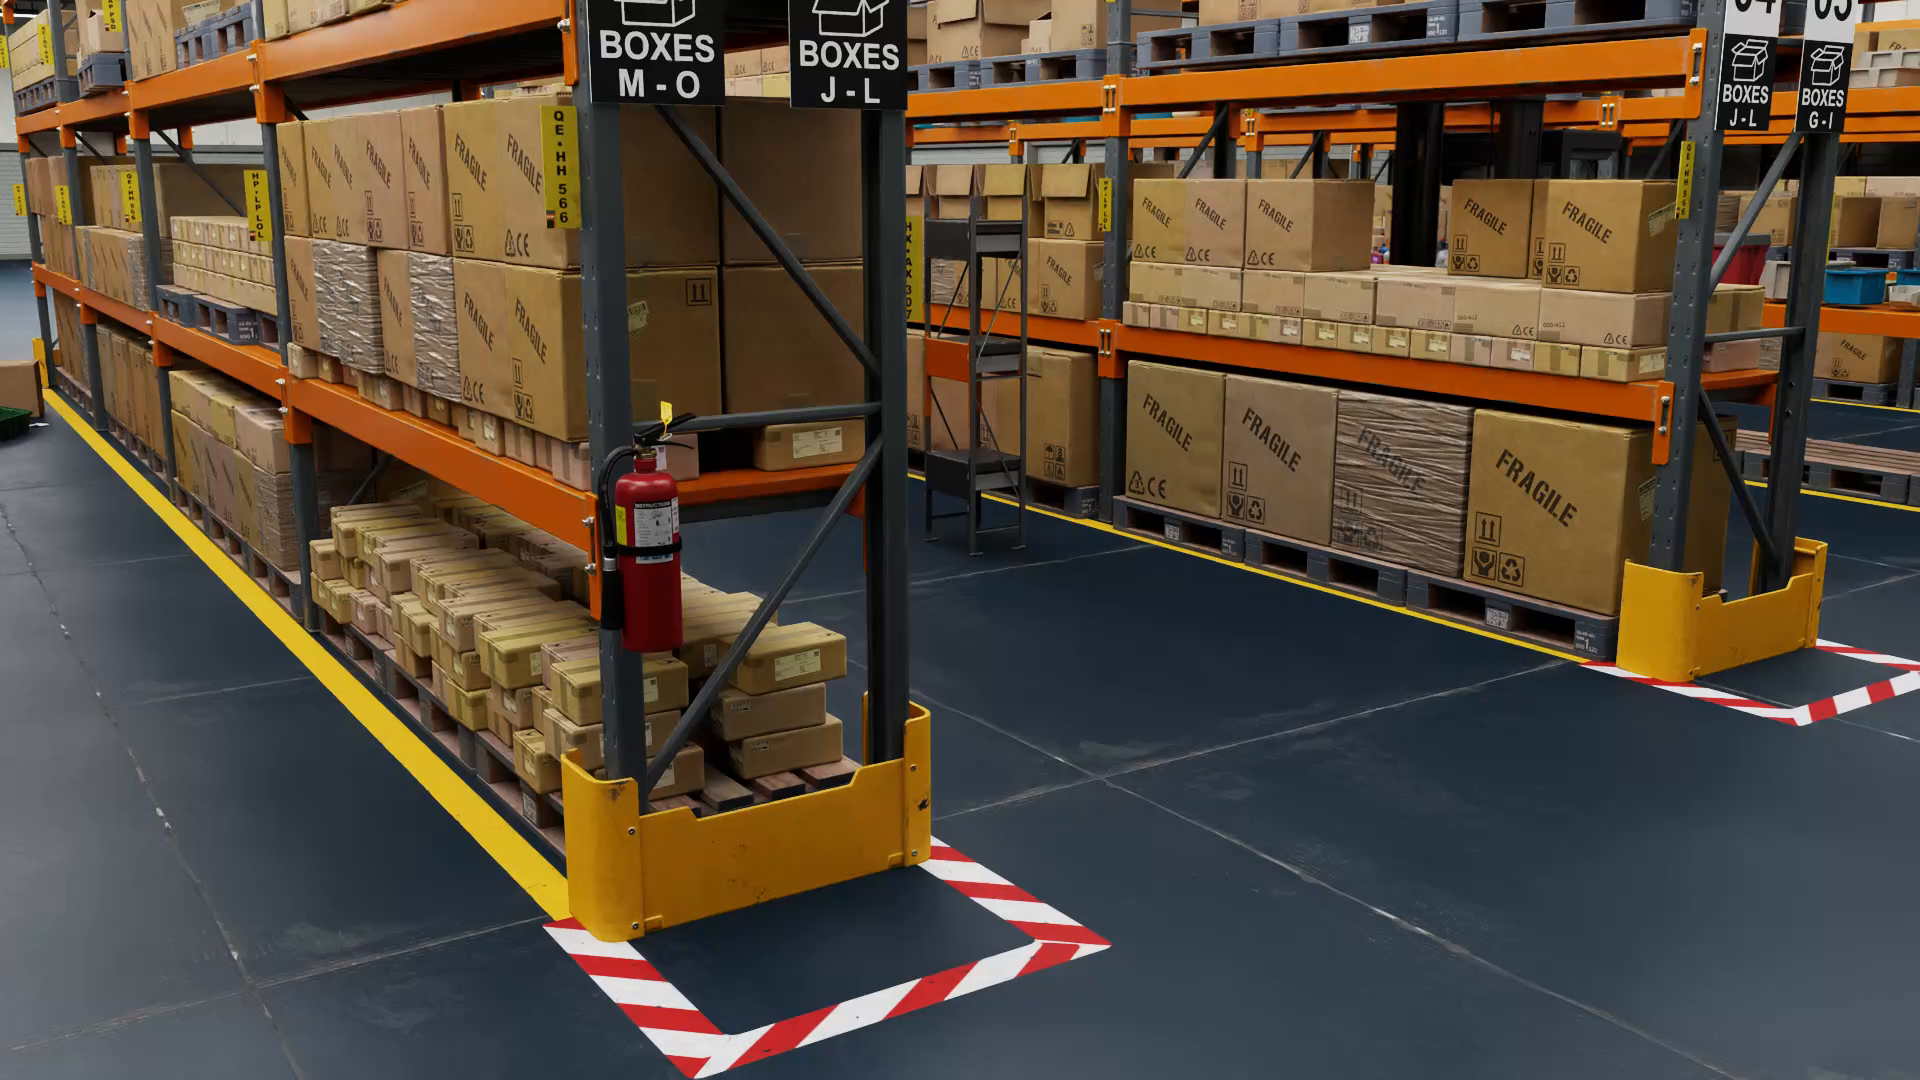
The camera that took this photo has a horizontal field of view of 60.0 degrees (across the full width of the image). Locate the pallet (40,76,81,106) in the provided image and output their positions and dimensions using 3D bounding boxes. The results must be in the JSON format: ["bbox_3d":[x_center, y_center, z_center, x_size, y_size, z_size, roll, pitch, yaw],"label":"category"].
[{"bbox_3d":[-7.705,-4.058,15.084,1.003,0.211,1.213,-8,15,-33],"label":"pallet"}]

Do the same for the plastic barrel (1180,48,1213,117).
[{"bbox_3d":[2.628,-4.897,17.705,0.600,0.830,0.708,-8,15,-33],"label":"plastic barrel"}]

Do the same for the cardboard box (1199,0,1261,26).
[{"bbox_3d":[1.841,-3.272,9.830,0.700,0.500,0.500,-9,15,-36],"label":"cardboard box"}]

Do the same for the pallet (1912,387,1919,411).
[{"bbox_3d":[9.986,-1.323,15.918,1.003,0.211,1.213,-8,15,-33],"label":"pallet"}]

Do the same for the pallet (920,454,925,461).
[{"bbox_3d":[-0.485,-0.836,13.689,1.003,0.211,1.213,-8,15,-33],"label":"pallet"}]

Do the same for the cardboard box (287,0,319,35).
[{"bbox_3d":[-2.506,-2.257,6.992,0.500,0.250,0.500,-8,15,-34],"label":"cardboard box"}]

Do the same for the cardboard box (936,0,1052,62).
[{"bbox_3d":[0.291,-3.707,12.047,0.797,0.503,0.637,-8,15,-34],"label":"cardboard box"}]

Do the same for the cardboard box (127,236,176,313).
[{"bbox_3d":[-5.517,-1.875,11.681,0.500,0.500,0.500,-8,15,-33],"label":"cardboard box"}]

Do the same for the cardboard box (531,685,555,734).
[{"bbox_3d":[-1.241,0.574,5.709,0.380,0.149,0.250,-9,15,-34],"label":"cardboard box"}]

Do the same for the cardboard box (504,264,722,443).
[{"bbox_3d":[-1.075,-0.599,5.149,0.500,0.500,0.500,-8,15,-32],"label":"cardboard box"}]

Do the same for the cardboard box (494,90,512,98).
[{"bbox_3d":[-5.268,-5.223,19.620,0.380,0.149,0.250,-8,15,-32],"label":"cardboard box"}]

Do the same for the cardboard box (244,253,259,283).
[{"bbox_3d":[-3.650,-1.481,9.022,0.380,0.149,0.250,-9,15,-35],"label":"cardboard box"}]

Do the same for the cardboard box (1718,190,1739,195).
[{"bbox_3d":[10.534,-4.671,23.437,0.700,0.500,0.500,-8,15,-33],"label":"cardboard box"}]

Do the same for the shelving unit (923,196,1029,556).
[{"bbox_3d":[0.092,-0.996,10.003,0.431,2.100,0.503,-8,15,-33],"label":"shelving unit"}]

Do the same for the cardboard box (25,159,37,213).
[{"bbox_3d":[-9.303,-3.731,17.523,0.875,0.550,0.550,-8,15,-33],"label":"cardboard box"}]

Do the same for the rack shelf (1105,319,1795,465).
[{"bbox_3d":[2.465,-0.929,9.271,1.077,0.370,4.000,-8,15,-33],"label":"rack shelf"}]

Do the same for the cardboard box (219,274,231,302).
[{"bbox_3d":[-4.085,-1.475,9.690,0.380,0.149,0.250,-9,15,-35],"label":"cardboard box"}]

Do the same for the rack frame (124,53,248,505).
[{"bbox_3d":[-5.044,-1.778,11.471,1.000,3.000,0.127,-8,15,-33],"label":"rack frame"}]

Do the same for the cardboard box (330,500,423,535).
[{"bbox_3d":[-2.809,-0.084,8.022,0.380,0.149,0.250,-7,14,-30],"label":"cardboard box"}]

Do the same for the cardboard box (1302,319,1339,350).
[{"bbox_3d":[2.109,-1.144,9.160,0.380,0.149,0.250,-9,15,-34],"label":"cardboard box"}]

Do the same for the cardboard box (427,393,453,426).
[{"bbox_3d":[-1.828,-0.542,6.406,0.380,0.149,0.250,-8,15,-32],"label":"cardboard box"}]

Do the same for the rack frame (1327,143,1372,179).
[{"bbox_3d":[5.174,-4.230,22.685,1.000,3.000,0.127,-8,15,-33],"label":"rack frame"}]

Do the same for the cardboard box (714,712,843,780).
[{"bbox_3d":[-0.635,0.701,5.824,0.380,0.149,0.250,-8,15,-32],"label":"cardboard box"}]

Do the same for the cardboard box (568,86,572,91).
[{"bbox_3d":[-3.953,-4.808,17.722,0.380,0.149,0.250,-9,15,-34],"label":"cardboard box"}]

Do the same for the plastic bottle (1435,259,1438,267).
[{"bbox_3d":[4.221,-2.394,14.753,0.097,0.201,0.097,0,12,0],"label":"plastic bottle"}]

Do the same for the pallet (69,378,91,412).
[{"bbox_3d":[-8.296,-1.489,16.676,1.003,0.211,1.213,-8,15,-33],"label":"pallet"}]

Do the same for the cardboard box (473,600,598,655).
[{"bbox_3d":[-1.547,0.341,6.077,0.380,0.149,0.250,-9,15,-35],"label":"cardboard box"}]

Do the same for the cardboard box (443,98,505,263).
[{"bbox_3d":[-1.353,-1.180,5.465,0.500,0.500,0.500,-9,15,-35],"label":"cardboard box"}]

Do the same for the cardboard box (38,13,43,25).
[{"bbox_3d":[-7.868,-4.548,14.620,0.380,0.149,0.250,-8,15,-33],"label":"cardboard box"}]

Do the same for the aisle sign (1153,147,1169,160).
[{"bbox_3d":[3.166,-6.258,25.873,0.394,0.787,0.004,-8,15,-33],"label":"aisle sign"}]

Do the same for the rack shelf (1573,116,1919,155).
[{"bbox_3d":[8.498,-4.277,17.562,1.077,0.370,4.000,-8,15,-33],"label":"rack shelf"}]

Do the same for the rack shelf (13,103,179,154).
[{"bbox_3d":[-8.368,-3.959,16.107,1.077,0.370,4.000,-8,15,-33],"label":"rack shelf"}]

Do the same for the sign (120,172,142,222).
[{"bbox_3d":[-5.504,-2.277,11.044,0.100,0.325,0.005,-8,15,-33],"label":"sign"}]

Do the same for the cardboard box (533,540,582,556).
[{"bbox_3d":[-1.630,0.086,7.245,0.380,0.149,0.250,-9,15,-35],"label":"cardboard box"}]

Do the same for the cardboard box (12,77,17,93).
[{"bbox_3d":[-9.553,-4.699,17.176,0.380,0.149,0.250,-8,15,-32],"label":"cardboard box"}]

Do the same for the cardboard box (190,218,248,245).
[{"bbox_3d":[-4.520,-1.907,10.274,0.380,0.149,0.250,-9,15,-35],"label":"cardboard box"}]

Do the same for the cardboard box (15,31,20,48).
[{"bbox_3d":[-9.137,-4.955,16.481,0.380,0.149,0.250,-8,15,-32],"label":"cardboard box"}]

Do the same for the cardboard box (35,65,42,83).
[{"bbox_3d":[-8.291,-4.294,15.324,0.380,0.149,0.250,-8,15,-32],"label":"cardboard box"}]

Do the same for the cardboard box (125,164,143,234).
[{"bbox_3d":[-5.852,-2.577,12.551,0.700,0.500,0.500,-8,15,-34],"label":"cardboard box"}]

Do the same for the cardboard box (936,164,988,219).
[{"bbox_3d":[0.269,-2.519,12.279,0.797,0.503,0.637,-8,14,-31],"label":"cardboard box"}]

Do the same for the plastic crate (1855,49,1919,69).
[{"bbox_3d":[6.726,-3.349,11.910,0.437,0.282,0.530,-8,15,-33],"label":"plastic crate"}]

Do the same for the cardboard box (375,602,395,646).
[{"bbox_3d":[-2.383,0.348,7.438,0.380,0.149,0.250,-8,15,-34],"label":"cardboard box"}]

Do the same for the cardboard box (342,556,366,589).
[{"bbox_3d":[-2.678,0.112,7.821,0.380,0.149,0.250,-8,15,-32],"label":"cardboard box"}]

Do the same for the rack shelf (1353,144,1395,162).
[{"bbox_3d":[8.188,-6.287,26.752,1.077,0.370,4.000,-8,15,-33],"label":"rack shelf"}]

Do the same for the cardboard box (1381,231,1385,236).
[{"bbox_3d":[5.814,-4.030,22.084,0.396,0.266,0.258,-9,15,-34],"label":"cardboard box"}]

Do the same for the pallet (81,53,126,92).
[{"bbox_3d":[-5.445,-3.259,11.666,1.213,0.211,1.003,-7,14,-30],"label":"pallet"}]

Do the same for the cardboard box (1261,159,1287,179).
[{"bbox_3d":[4.642,-5.081,23.304,0.700,0.500,0.500,-8,15,-33],"label":"cardboard box"}]

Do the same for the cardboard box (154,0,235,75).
[{"bbox_3d":[-4.385,-2.983,9.725,0.500,0.500,0.500,-8,15,-33],"label":"cardboard box"}]

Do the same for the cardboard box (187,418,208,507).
[{"bbox_3d":[-4.583,-0.517,10.573,0.500,0.500,0.500,-8,15,-32],"label":"cardboard box"}]

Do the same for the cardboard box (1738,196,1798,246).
[{"bbox_3d":[8.576,-3.369,17.527,0.500,0.500,0.700,11,16,41],"label":"cardboard box"}]

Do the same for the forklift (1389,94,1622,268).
[{"bbox_3d":[3.617,-1.668,11.128,3.031,2.935,1.130,-11,16,-41],"label":"forklift"}]

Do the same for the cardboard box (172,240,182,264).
[{"bbox_3d":[-4.943,-1.896,10.920,0.380,0.149,0.250,-7,14,-30],"label":"cardboard box"}]

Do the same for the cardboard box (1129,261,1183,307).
[{"bbox_3d":[1.400,-1.593,10.281,0.500,0.250,0.500,-8,15,-34],"label":"cardboard box"}]

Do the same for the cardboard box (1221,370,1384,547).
[{"bbox_3d":[2.155,-0.516,9.690,0.875,0.875,0.875,-8,15,-33],"label":"cardboard box"}]

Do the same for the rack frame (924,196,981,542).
[{"bbox_3d":[-0.043,-1.040,10.201,0.400,2.100,0.015,-8,15,-33],"label":"rack frame"}]

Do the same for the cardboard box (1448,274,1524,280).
[{"bbox_3d":[2.963,-1.295,8.918,0.500,0.250,0.500,-9,15,-35],"label":"cardboard box"}]
